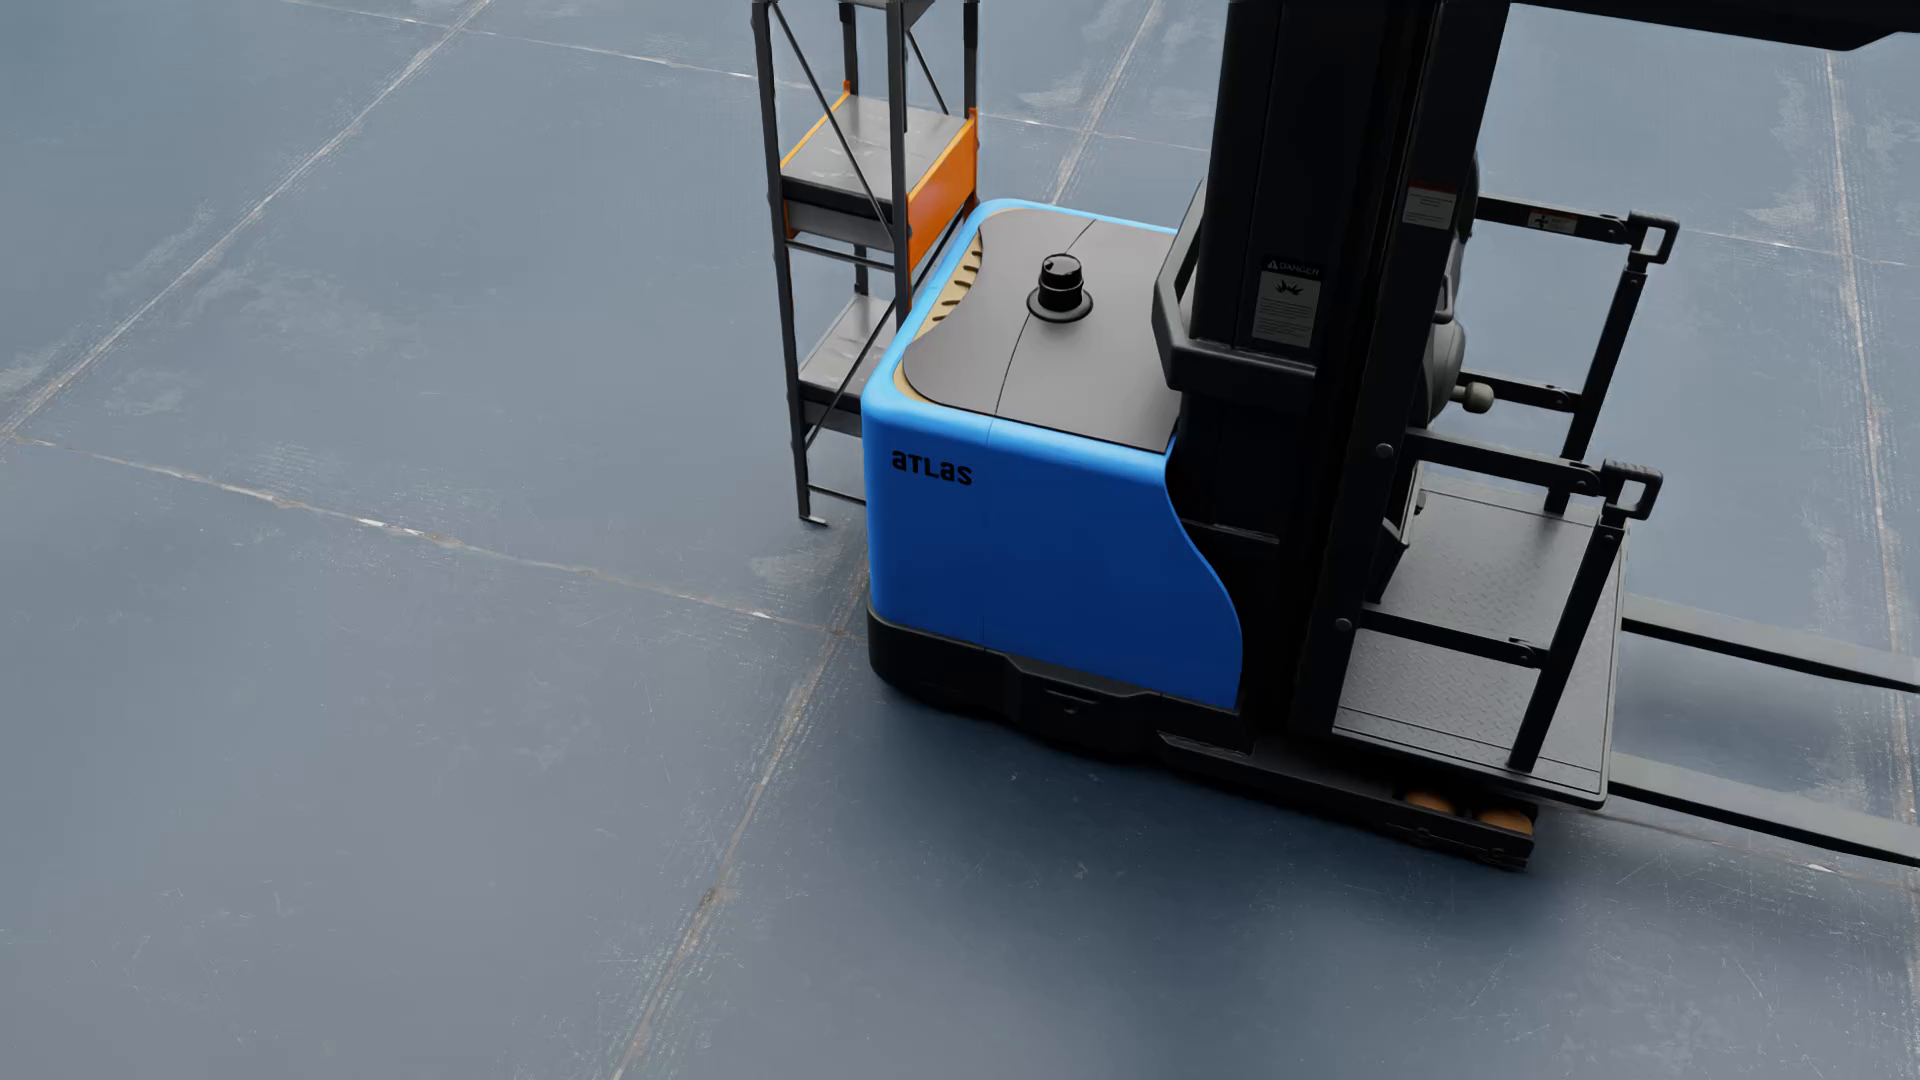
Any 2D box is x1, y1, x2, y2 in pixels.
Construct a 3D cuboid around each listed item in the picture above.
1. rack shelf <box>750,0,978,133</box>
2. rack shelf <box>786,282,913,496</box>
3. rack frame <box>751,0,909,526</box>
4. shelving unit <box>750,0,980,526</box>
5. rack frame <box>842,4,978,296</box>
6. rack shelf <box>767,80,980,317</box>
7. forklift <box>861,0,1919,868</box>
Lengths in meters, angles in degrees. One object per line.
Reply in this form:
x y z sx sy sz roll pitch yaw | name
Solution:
-0.233 -1.419 4.217 0.431 0.518 0.480 16 47 16 | rack shelf
-0.233 -0.418 5.196 0.431 0.518 0.480 16 47 16 | rack shelf
-0.327 -0.770 4.536 0.400 2.100 0.015 16 47 16 | rack frame
-0.233 -0.928 4.697 0.431 2.100 0.503 16 47 16 | shelving unit
-0.139 -1.085 4.858 0.400 2.100 0.015 16 47 16 | rack frame
-0.233 -0.918 4.707 0.431 0.518 0.480 16 47 16 | rack shelf
1.312 -0.613 3.781 3.031 2.935 1.130 14 46 14 | forklift
